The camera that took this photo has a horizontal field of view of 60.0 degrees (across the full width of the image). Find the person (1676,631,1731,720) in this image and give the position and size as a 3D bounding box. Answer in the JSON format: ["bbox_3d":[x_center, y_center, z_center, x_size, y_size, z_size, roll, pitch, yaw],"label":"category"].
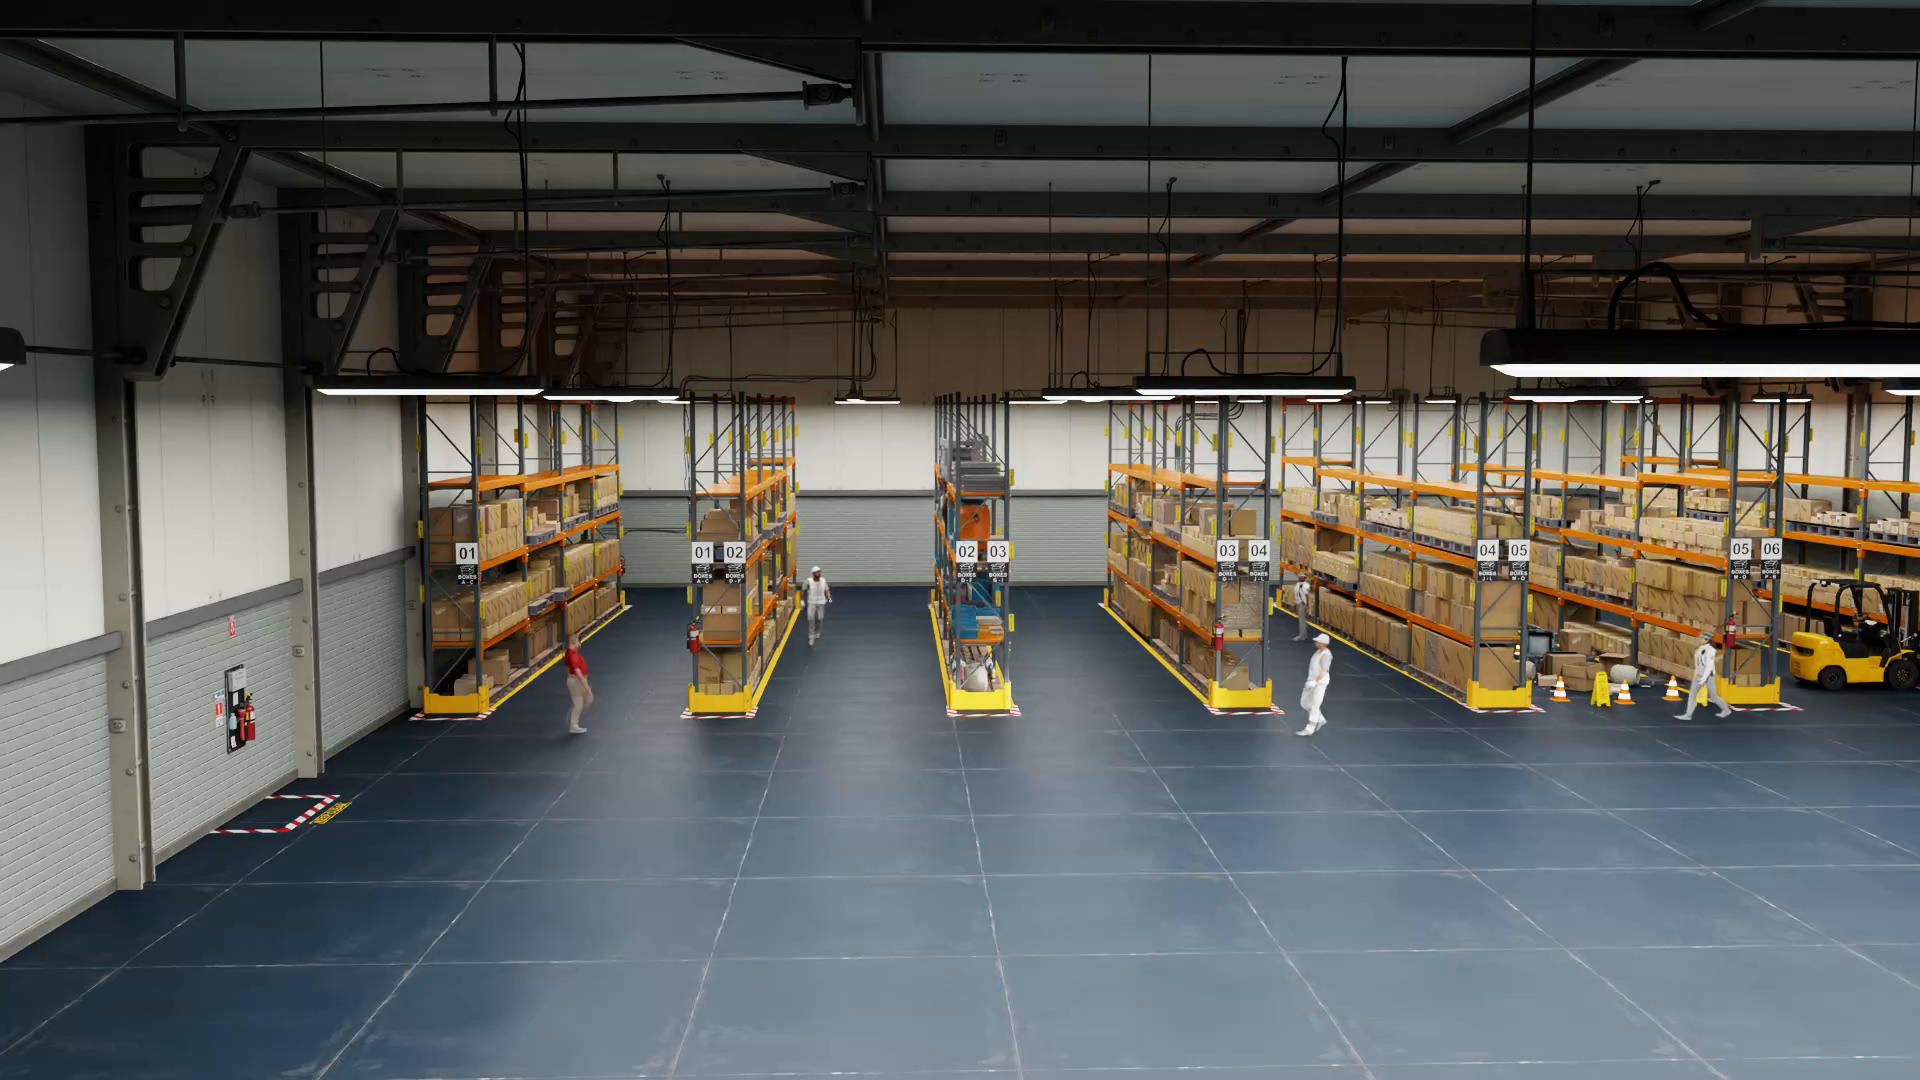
[{"bbox_3d":[13.571,2.469,30.299,0.990,1.646,0.463,-2,5,-19],"label":"person"}]

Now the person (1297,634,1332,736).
[{"bbox_3d":[6.148,2.512,28.979,0.626,1.775,0.615,-2,5,-22],"label":"person"}]

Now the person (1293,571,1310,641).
[{"bbox_3d":[8.366,1.610,40.897,0.409,1.697,0.492,0,5,-5],"label":"person"}]

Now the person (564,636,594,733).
[{"bbox_3d":[-6.699,2.525,29.069,0.493,1.723,0.547,0,5,1],"label":"person"}]

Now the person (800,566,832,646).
[{"bbox_3d":[-3.357,1.510,38.821,0.746,1.802,0.876,0,5,-3],"label":"person"}]
